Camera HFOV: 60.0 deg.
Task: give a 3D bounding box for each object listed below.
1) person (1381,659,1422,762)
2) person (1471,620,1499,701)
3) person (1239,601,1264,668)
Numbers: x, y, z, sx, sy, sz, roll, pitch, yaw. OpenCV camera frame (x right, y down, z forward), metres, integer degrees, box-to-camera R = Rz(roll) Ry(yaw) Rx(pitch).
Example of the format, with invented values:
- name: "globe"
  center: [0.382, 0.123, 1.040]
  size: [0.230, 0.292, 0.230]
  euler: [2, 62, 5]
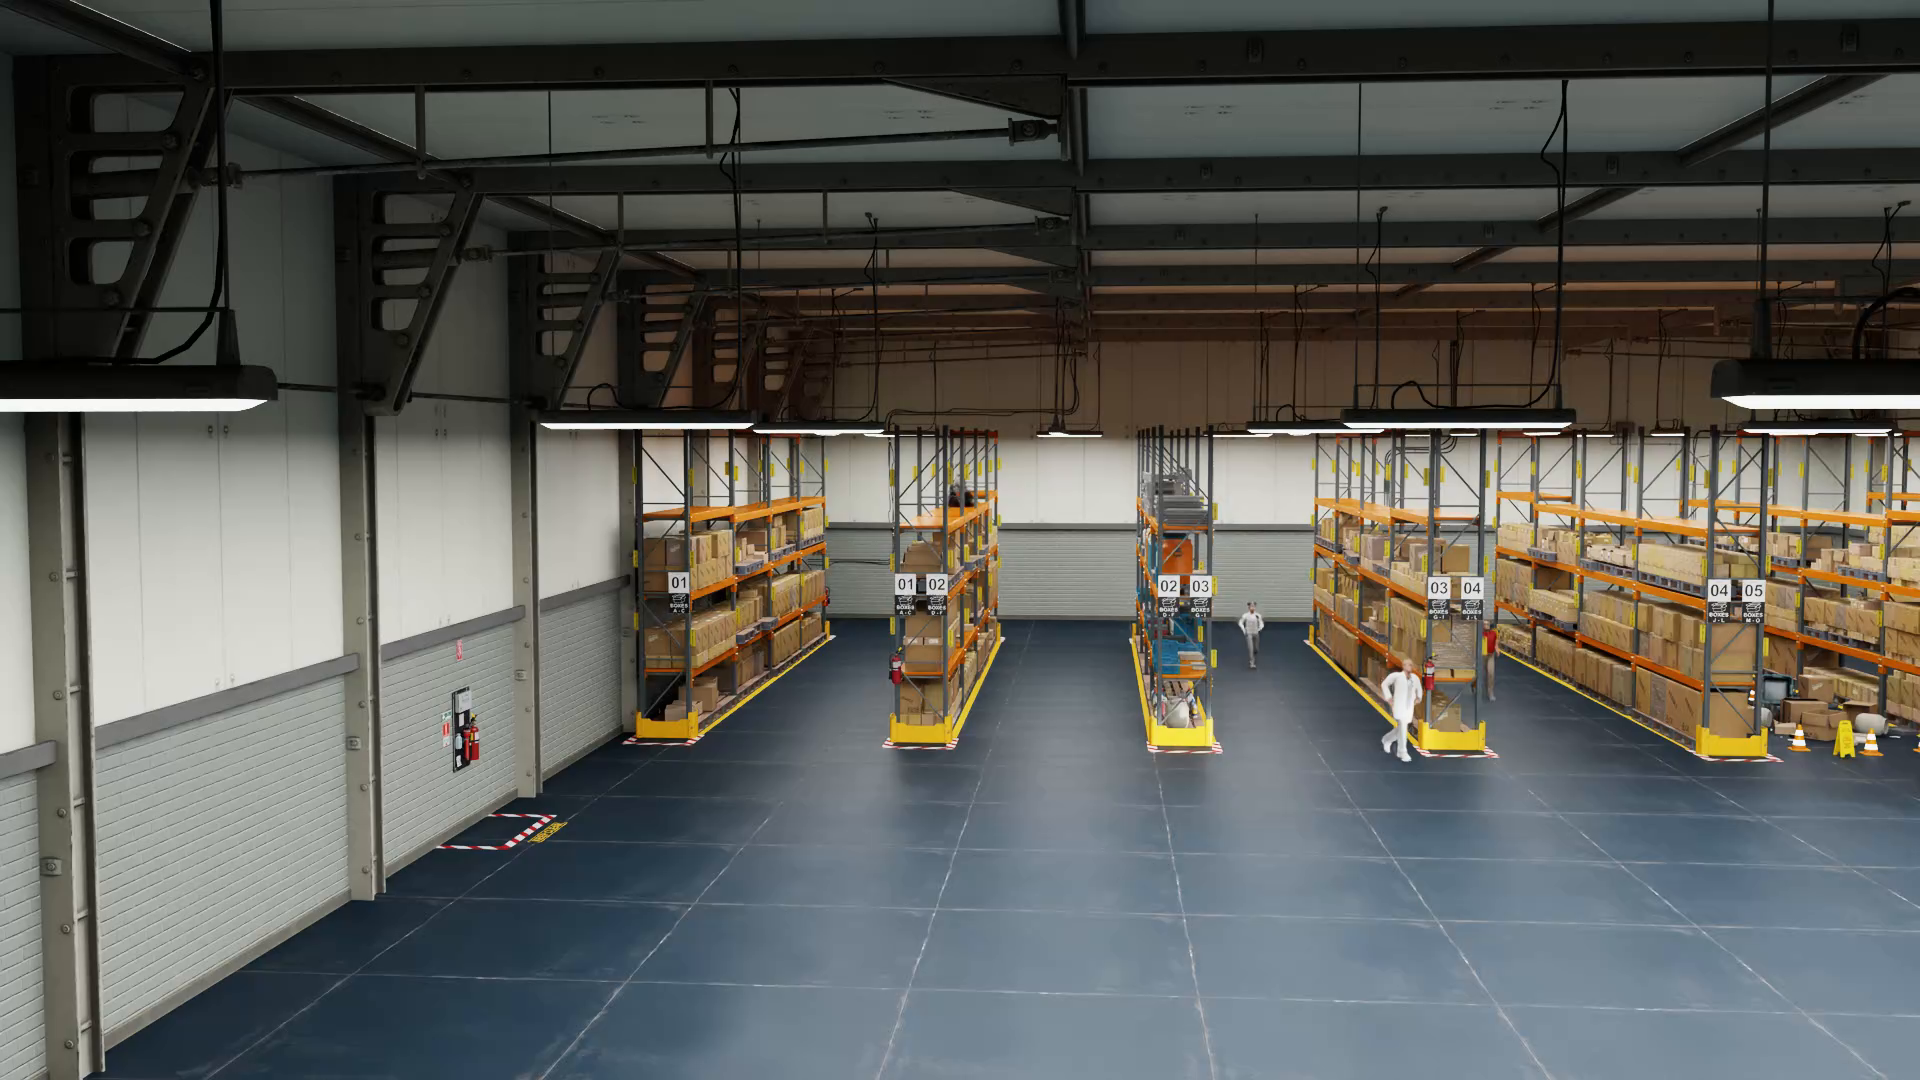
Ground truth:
- name: "person"
  center: [8.013, 3.045, 30.044]
  size: [0.720, 1.780, 0.911]
  euler: [-1, 4, -23]
- name: "person"
  center: [11.637, 2.647, 36.890]
  size: [0.684, 1.766, 0.866]
  euler: [0, 3, -4]
- name: "person"
  center: [7.357, 2.370, 41.970]
  size: [0.623, 1.656, 0.735]
  euler: [0, 3, -3]
